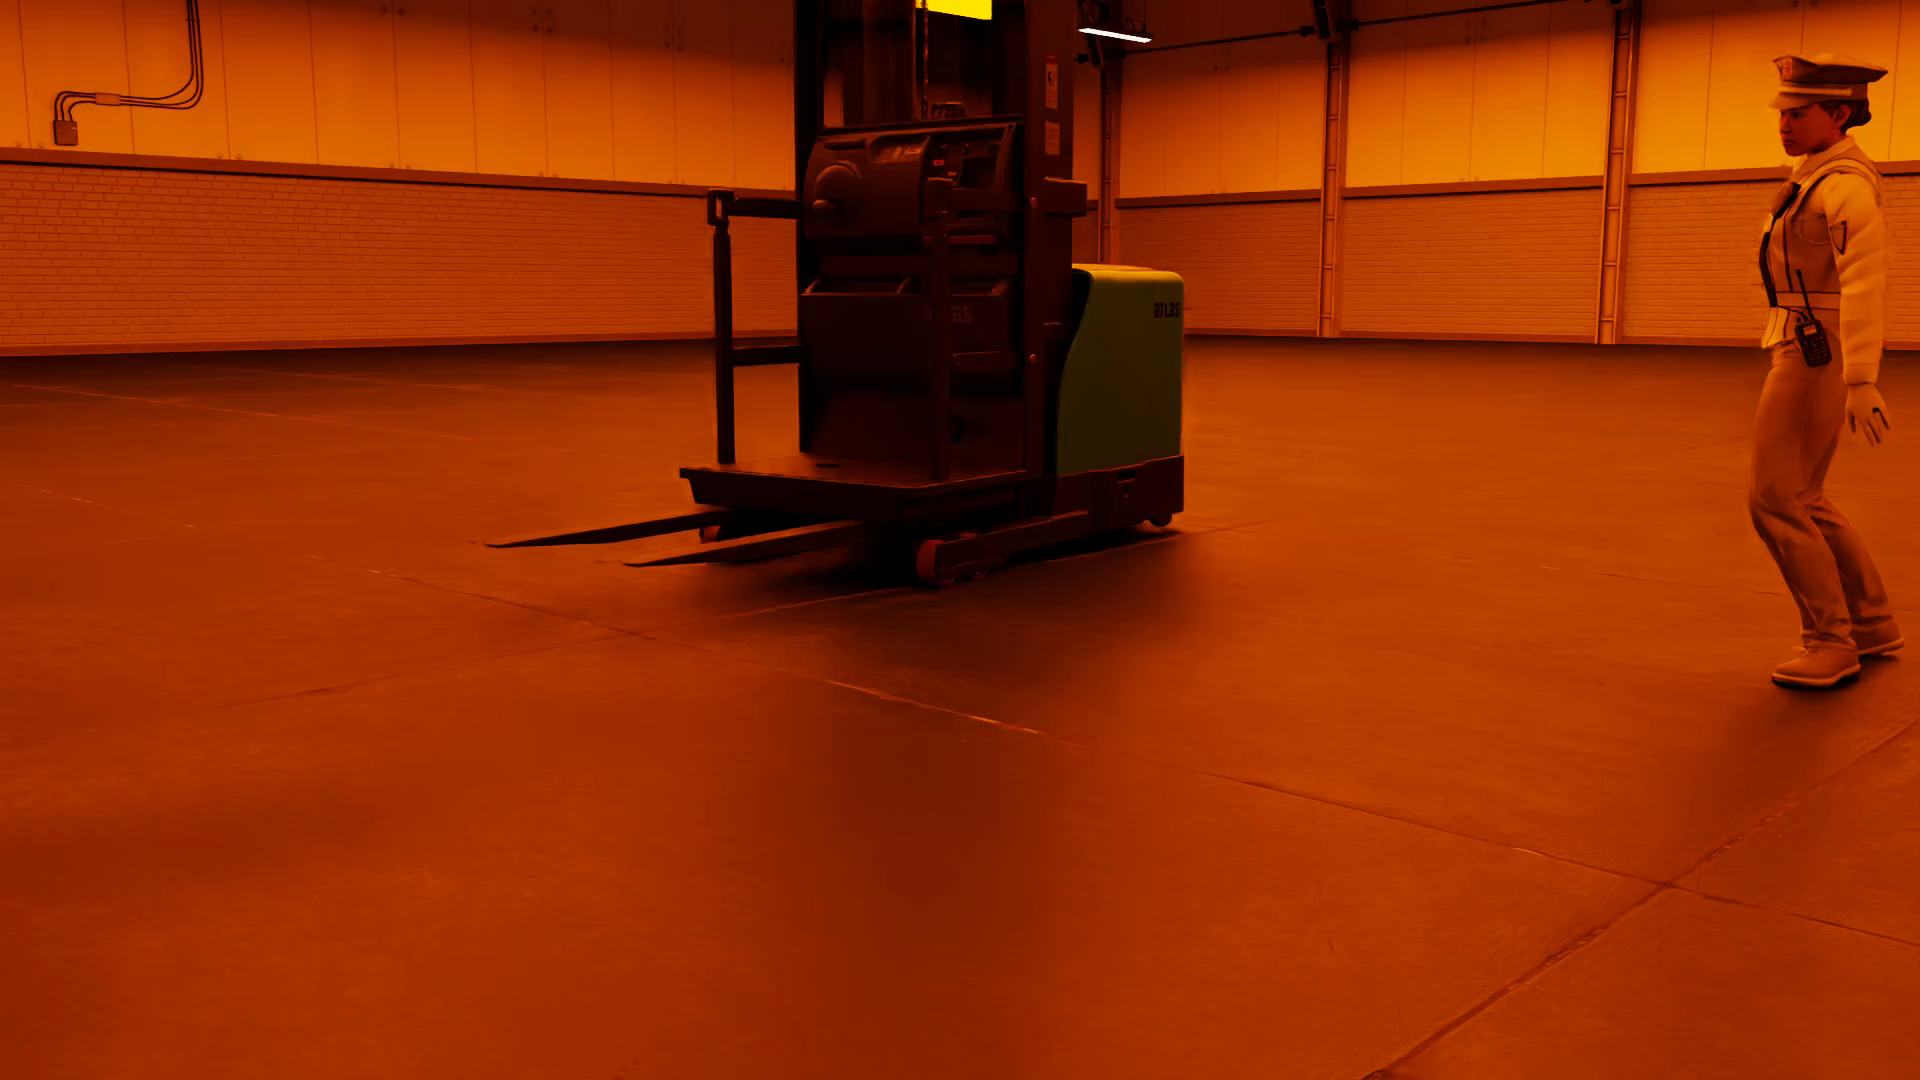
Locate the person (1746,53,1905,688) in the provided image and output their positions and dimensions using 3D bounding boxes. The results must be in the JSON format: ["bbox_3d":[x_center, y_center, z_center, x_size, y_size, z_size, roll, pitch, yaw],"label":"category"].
[{"bbox_3d":[2.347,-0.442,4.438,0.441,1.651,0.812,4,9,24],"label":"person"}]

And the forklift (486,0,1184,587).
[{"bbox_3d":[-0.317,-1.370,5.972,1.130,2.935,3.031,6,10,35],"label":"forklift"}]
